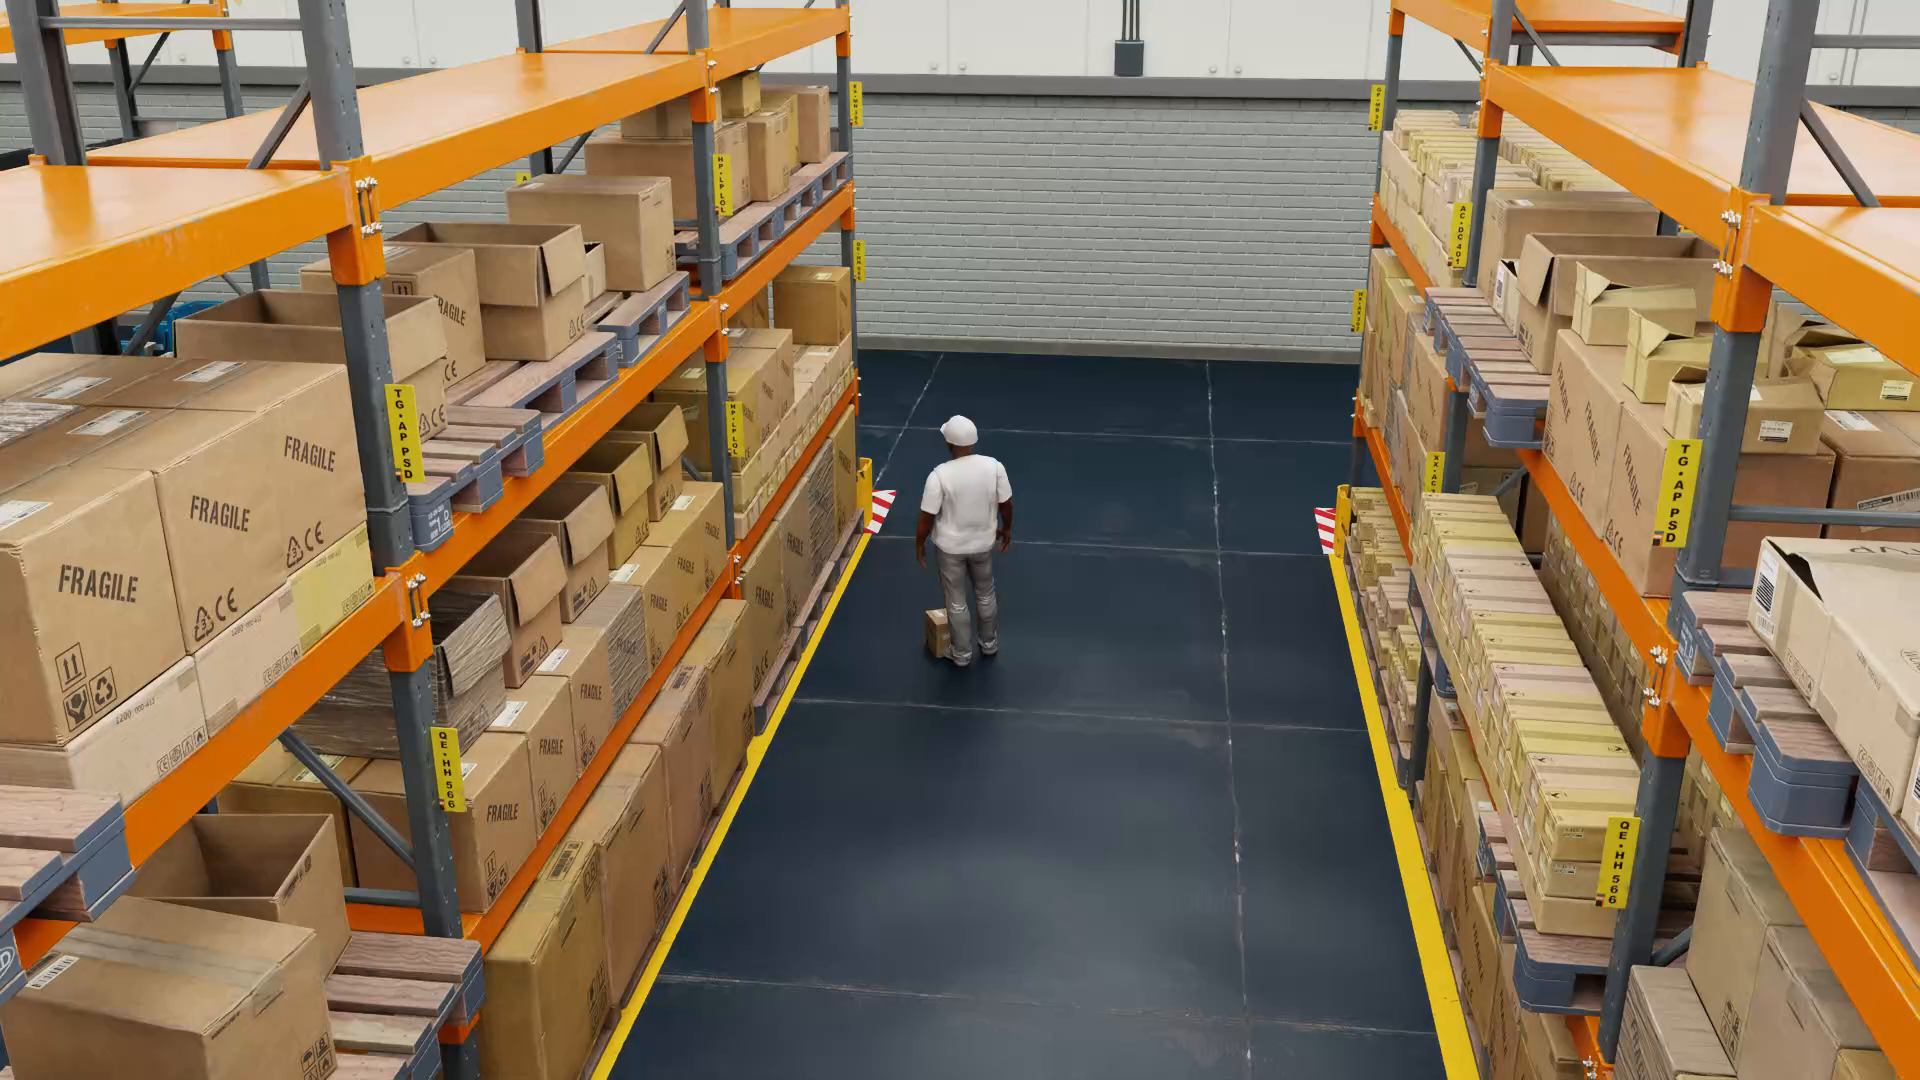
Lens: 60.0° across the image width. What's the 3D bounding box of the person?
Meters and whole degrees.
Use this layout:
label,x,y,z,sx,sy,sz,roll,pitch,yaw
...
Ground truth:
label,x,y,z,sx,sy,sz,roll,pitch,yaw
person,0.007,-0.013,11.058,0.665,1.768,0.575,-7,22,-16
